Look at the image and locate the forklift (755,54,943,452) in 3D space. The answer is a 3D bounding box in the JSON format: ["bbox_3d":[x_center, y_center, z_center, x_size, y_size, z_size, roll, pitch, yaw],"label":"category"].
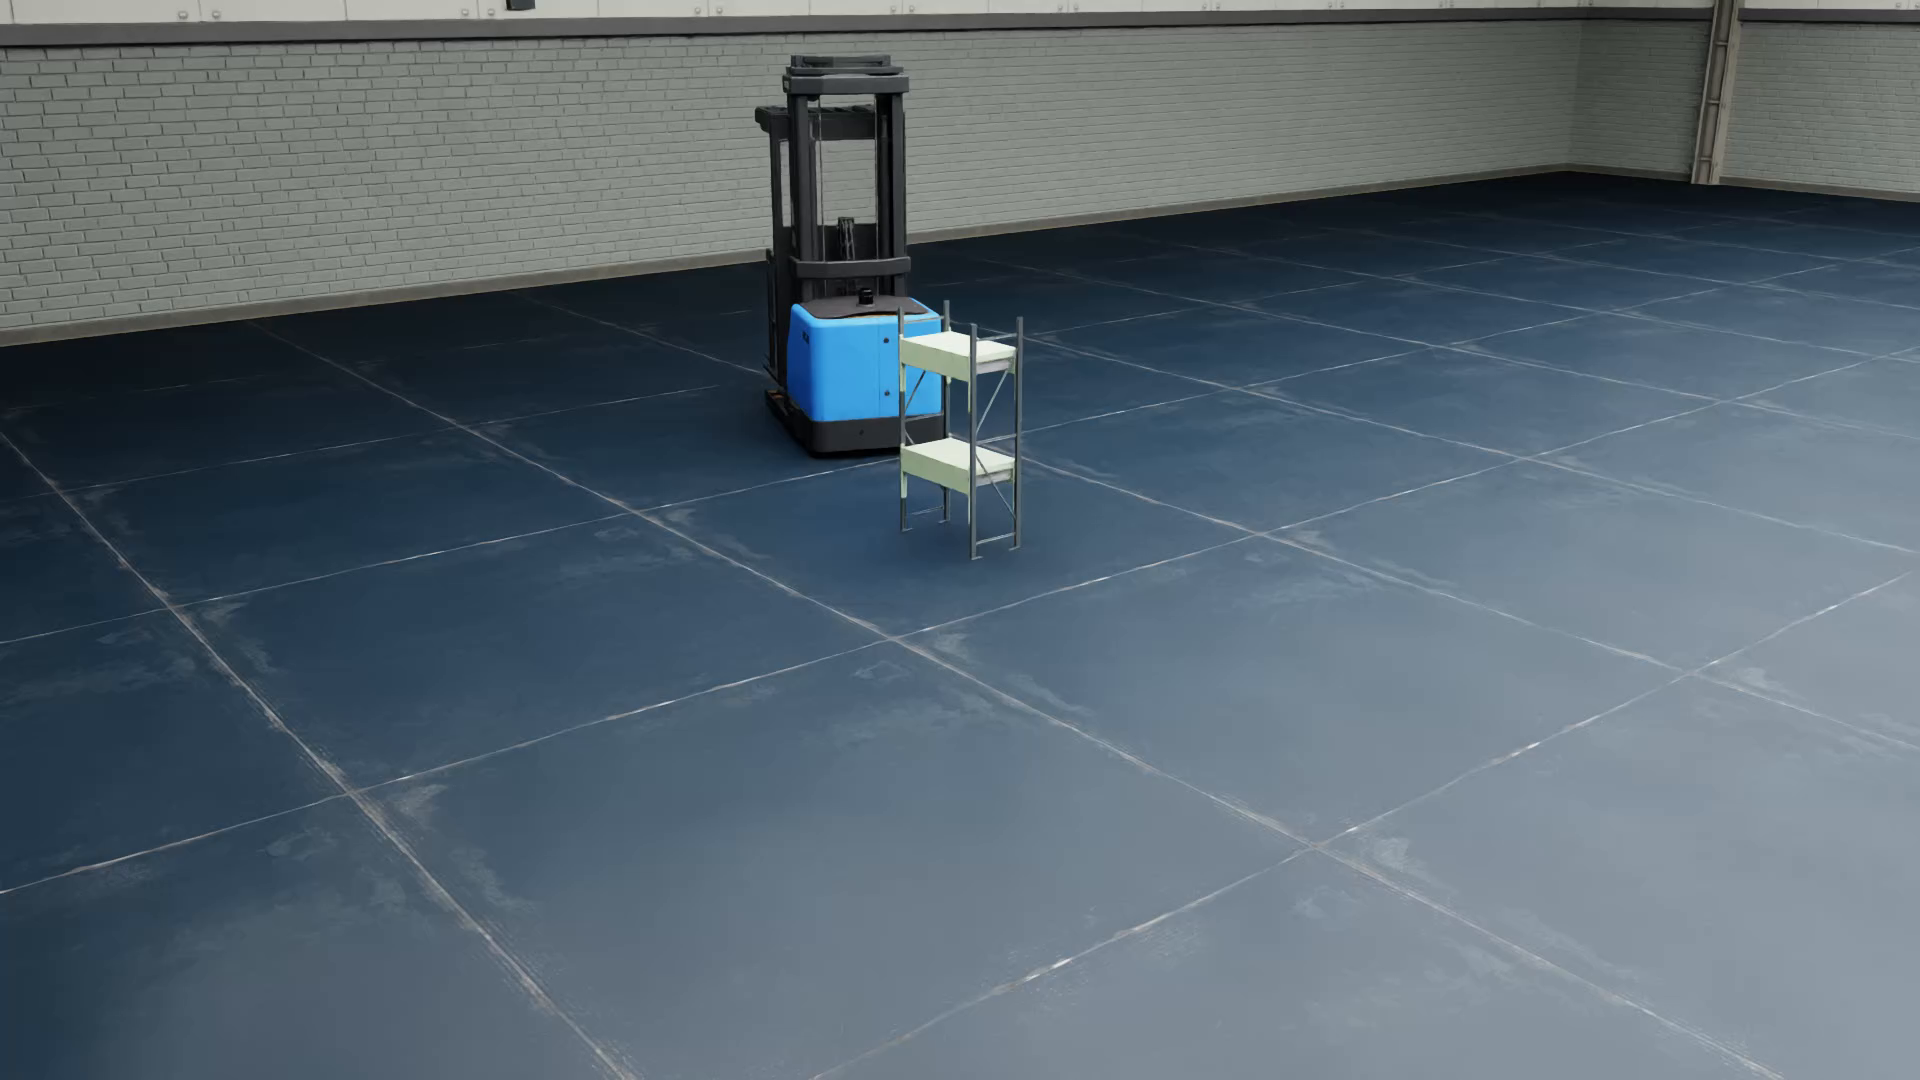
[{"bbox_3d":[-1.042,-2.485,13.703,1.130,2.935,3.031,-5,19,-16],"label":"forklift"}]

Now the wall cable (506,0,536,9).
[{"bbox_3d":[-4.258,-9.156,18.787,2.305,6.003,0.169,-14,23,-36],"label":"wall cable"}]

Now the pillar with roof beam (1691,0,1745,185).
[{"bbox_3d":[10.401,-10.016,26.795,9.100,9.000,0.400,-14,23,-36],"label":"pillar with roof beam"}]

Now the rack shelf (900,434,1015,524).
[{"bbox_3d":[-0.004,-0.404,10.734,0.431,0.370,0.720,-14,23,-36],"label":"rack shelf"}]

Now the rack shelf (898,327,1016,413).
[{"bbox_3d":[-0.004,-1.084,10.509,0.431,0.370,0.720,-14,23,-36],"label":"rack shelf"}]

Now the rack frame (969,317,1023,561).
[{"bbox_3d":[0.223,-0.623,10.359,0.400,1.500,0.023,-14,23,-36],"label":"rack frame"}]

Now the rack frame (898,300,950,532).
[{"bbox_3d":[-0.231,-0.804,10.904,0.400,1.500,0.023,-14,23,-36],"label":"rack frame"}]

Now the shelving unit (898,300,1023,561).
[{"bbox_3d":[-0.004,-0.714,10.632,0.431,1.500,0.755,-14,23,-36],"label":"shelving unit"}]
